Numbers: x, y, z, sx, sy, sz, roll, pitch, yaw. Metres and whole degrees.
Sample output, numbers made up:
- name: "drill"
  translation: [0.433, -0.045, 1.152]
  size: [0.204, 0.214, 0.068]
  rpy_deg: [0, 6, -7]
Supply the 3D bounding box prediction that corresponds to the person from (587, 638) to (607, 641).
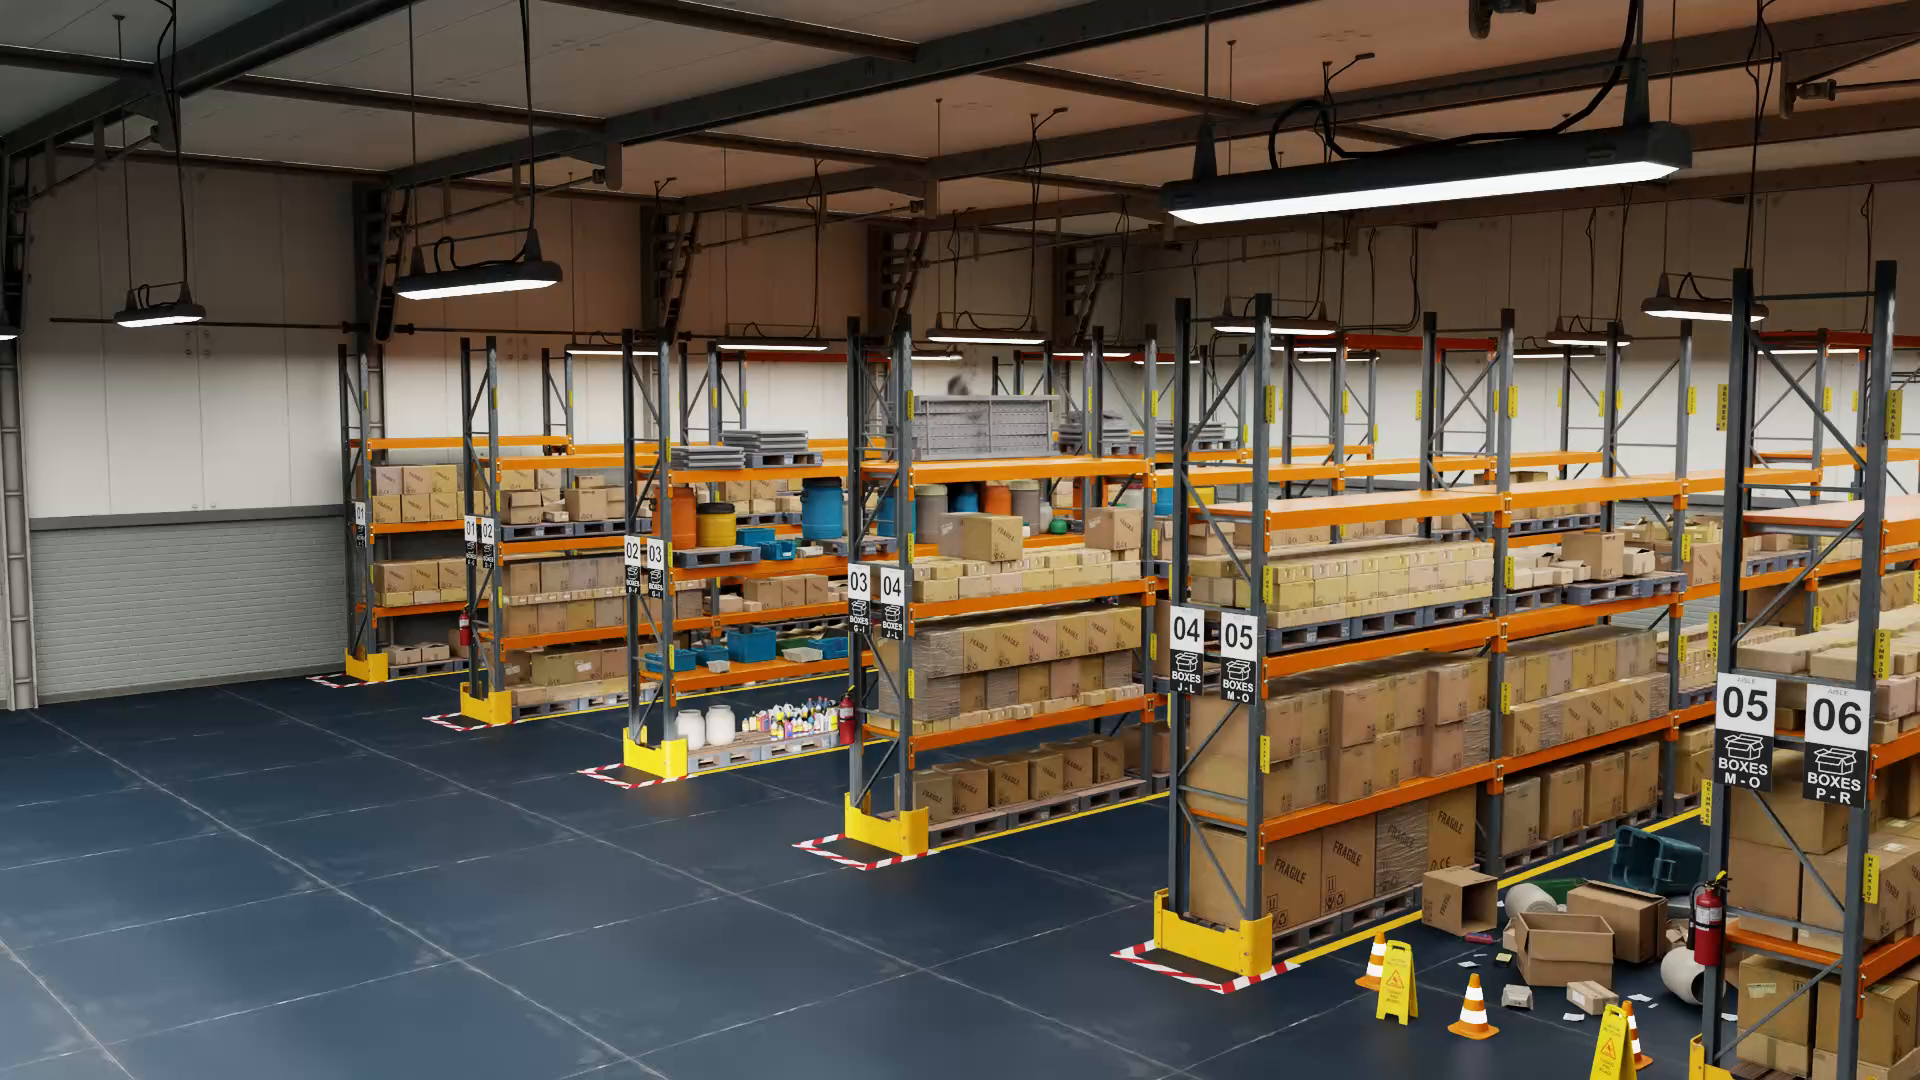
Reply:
- name: "person"
  translation: [-6.492, 1.695, 30.049]
  size: [0.765, 1.549, 0.609]
  rpy_deg: [5, 7, 42]
